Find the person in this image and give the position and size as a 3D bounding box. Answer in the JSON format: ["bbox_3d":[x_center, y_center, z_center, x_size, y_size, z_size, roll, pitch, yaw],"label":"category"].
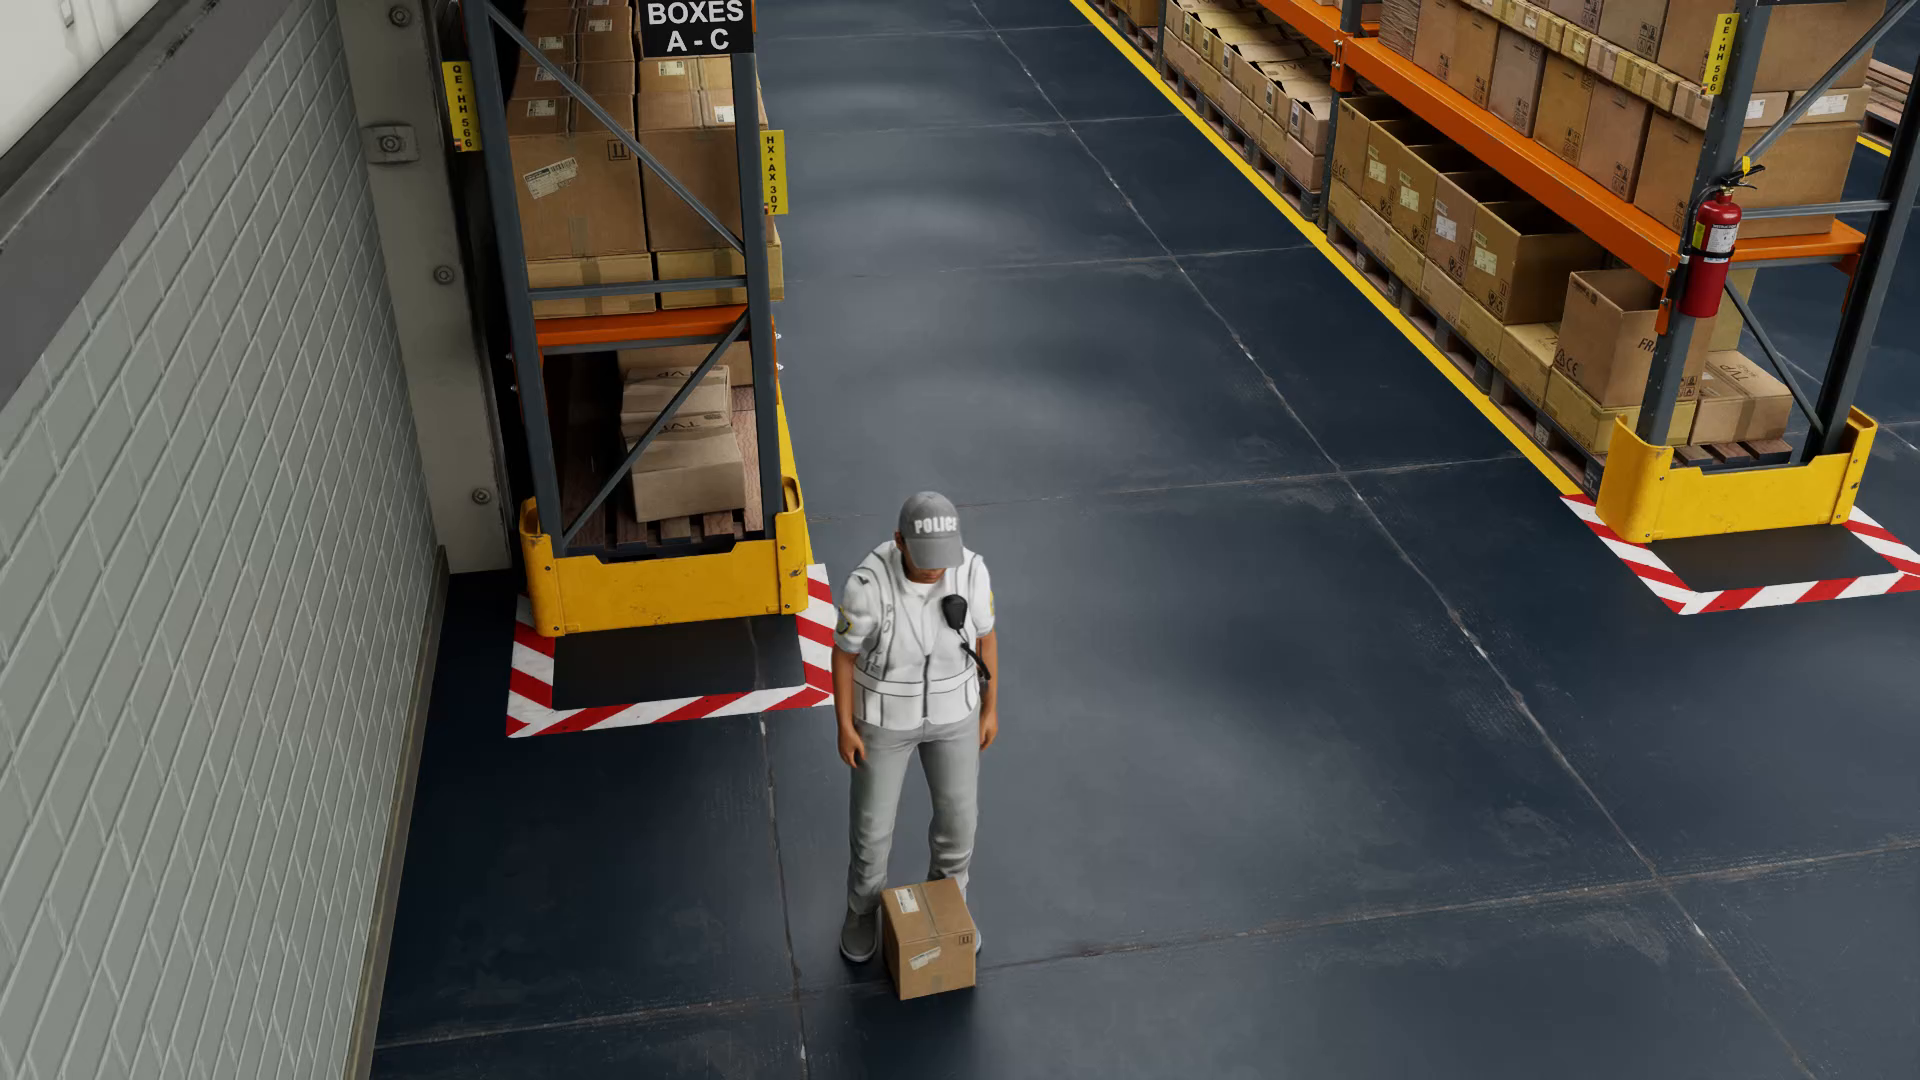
[{"bbox_3d":[-0.140,0.569,5.175,0.557,1.665,0.456,-7,32,-12],"label":"person"}]
